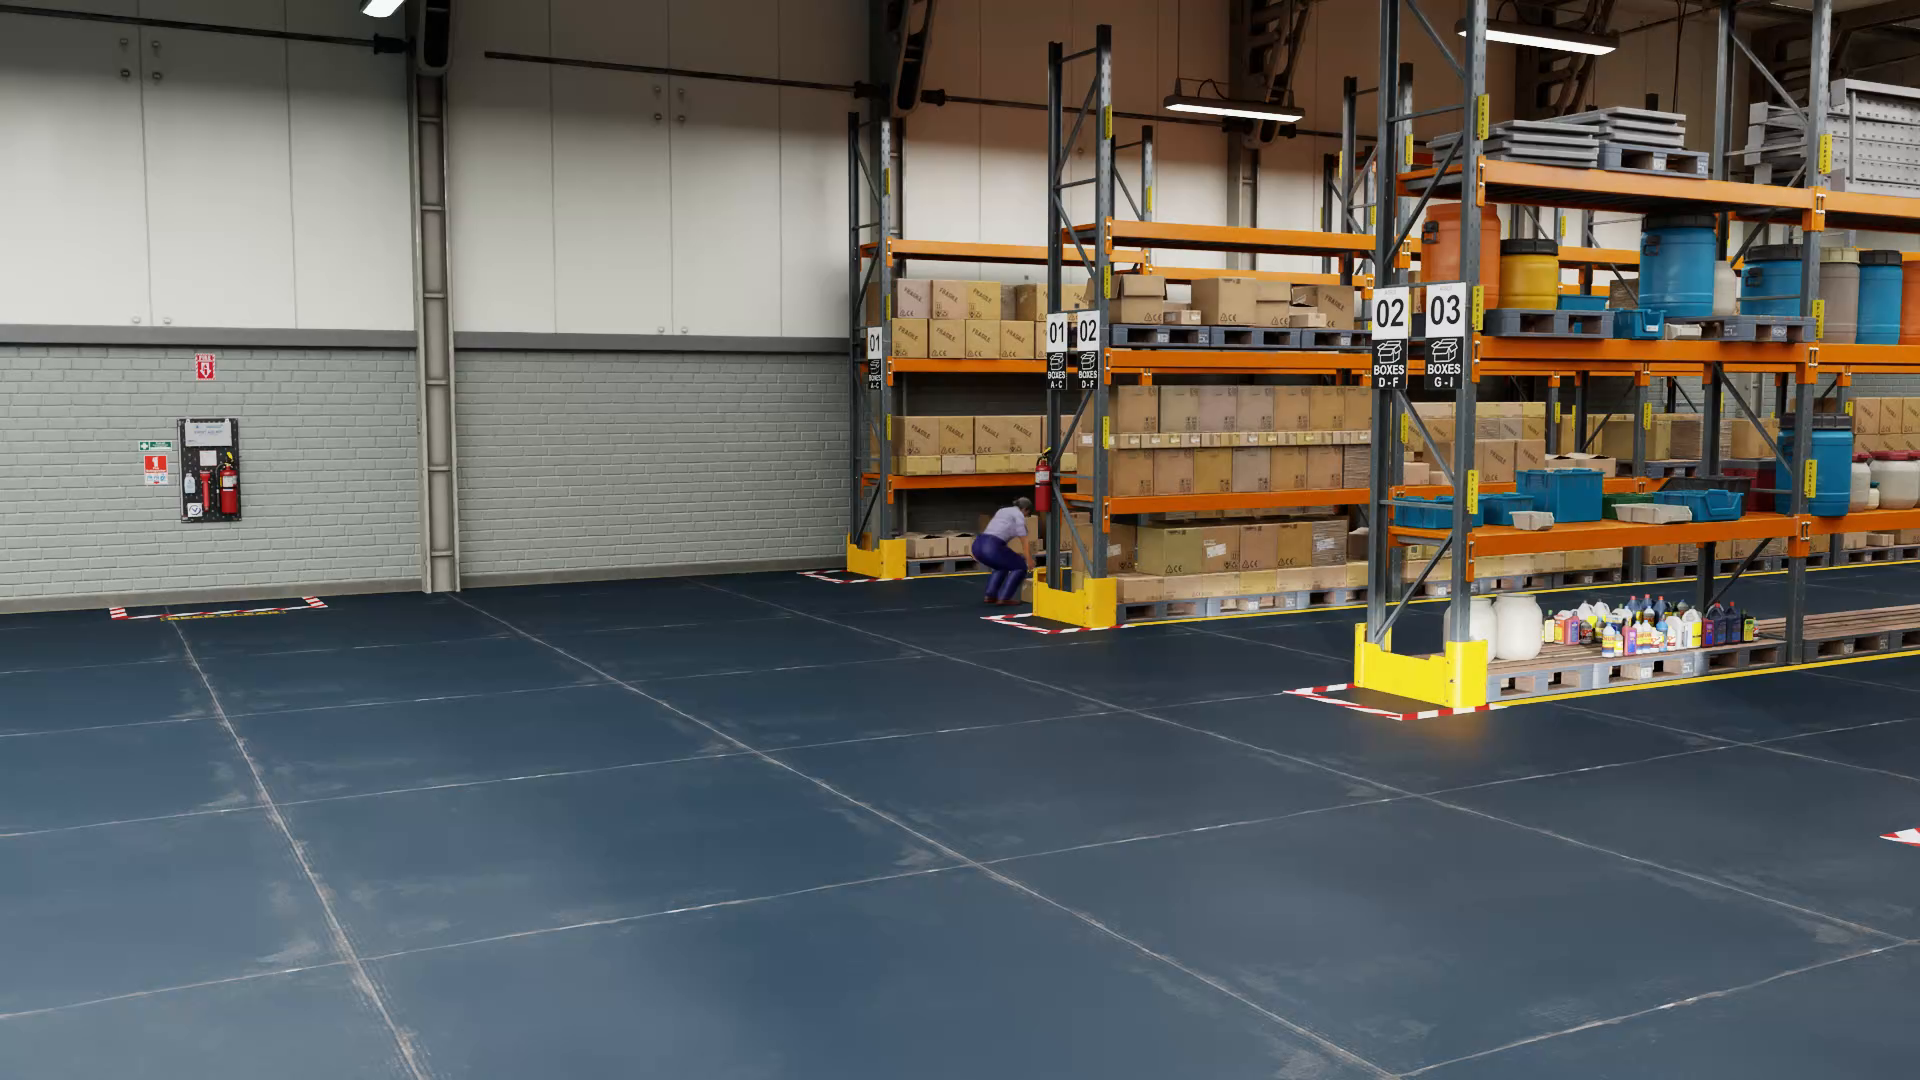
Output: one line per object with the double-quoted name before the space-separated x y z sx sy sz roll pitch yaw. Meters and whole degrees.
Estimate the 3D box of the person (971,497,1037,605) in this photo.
"person" 0.486 0.124 18.771 0.741 1.197 0.536 -3 6 -29
